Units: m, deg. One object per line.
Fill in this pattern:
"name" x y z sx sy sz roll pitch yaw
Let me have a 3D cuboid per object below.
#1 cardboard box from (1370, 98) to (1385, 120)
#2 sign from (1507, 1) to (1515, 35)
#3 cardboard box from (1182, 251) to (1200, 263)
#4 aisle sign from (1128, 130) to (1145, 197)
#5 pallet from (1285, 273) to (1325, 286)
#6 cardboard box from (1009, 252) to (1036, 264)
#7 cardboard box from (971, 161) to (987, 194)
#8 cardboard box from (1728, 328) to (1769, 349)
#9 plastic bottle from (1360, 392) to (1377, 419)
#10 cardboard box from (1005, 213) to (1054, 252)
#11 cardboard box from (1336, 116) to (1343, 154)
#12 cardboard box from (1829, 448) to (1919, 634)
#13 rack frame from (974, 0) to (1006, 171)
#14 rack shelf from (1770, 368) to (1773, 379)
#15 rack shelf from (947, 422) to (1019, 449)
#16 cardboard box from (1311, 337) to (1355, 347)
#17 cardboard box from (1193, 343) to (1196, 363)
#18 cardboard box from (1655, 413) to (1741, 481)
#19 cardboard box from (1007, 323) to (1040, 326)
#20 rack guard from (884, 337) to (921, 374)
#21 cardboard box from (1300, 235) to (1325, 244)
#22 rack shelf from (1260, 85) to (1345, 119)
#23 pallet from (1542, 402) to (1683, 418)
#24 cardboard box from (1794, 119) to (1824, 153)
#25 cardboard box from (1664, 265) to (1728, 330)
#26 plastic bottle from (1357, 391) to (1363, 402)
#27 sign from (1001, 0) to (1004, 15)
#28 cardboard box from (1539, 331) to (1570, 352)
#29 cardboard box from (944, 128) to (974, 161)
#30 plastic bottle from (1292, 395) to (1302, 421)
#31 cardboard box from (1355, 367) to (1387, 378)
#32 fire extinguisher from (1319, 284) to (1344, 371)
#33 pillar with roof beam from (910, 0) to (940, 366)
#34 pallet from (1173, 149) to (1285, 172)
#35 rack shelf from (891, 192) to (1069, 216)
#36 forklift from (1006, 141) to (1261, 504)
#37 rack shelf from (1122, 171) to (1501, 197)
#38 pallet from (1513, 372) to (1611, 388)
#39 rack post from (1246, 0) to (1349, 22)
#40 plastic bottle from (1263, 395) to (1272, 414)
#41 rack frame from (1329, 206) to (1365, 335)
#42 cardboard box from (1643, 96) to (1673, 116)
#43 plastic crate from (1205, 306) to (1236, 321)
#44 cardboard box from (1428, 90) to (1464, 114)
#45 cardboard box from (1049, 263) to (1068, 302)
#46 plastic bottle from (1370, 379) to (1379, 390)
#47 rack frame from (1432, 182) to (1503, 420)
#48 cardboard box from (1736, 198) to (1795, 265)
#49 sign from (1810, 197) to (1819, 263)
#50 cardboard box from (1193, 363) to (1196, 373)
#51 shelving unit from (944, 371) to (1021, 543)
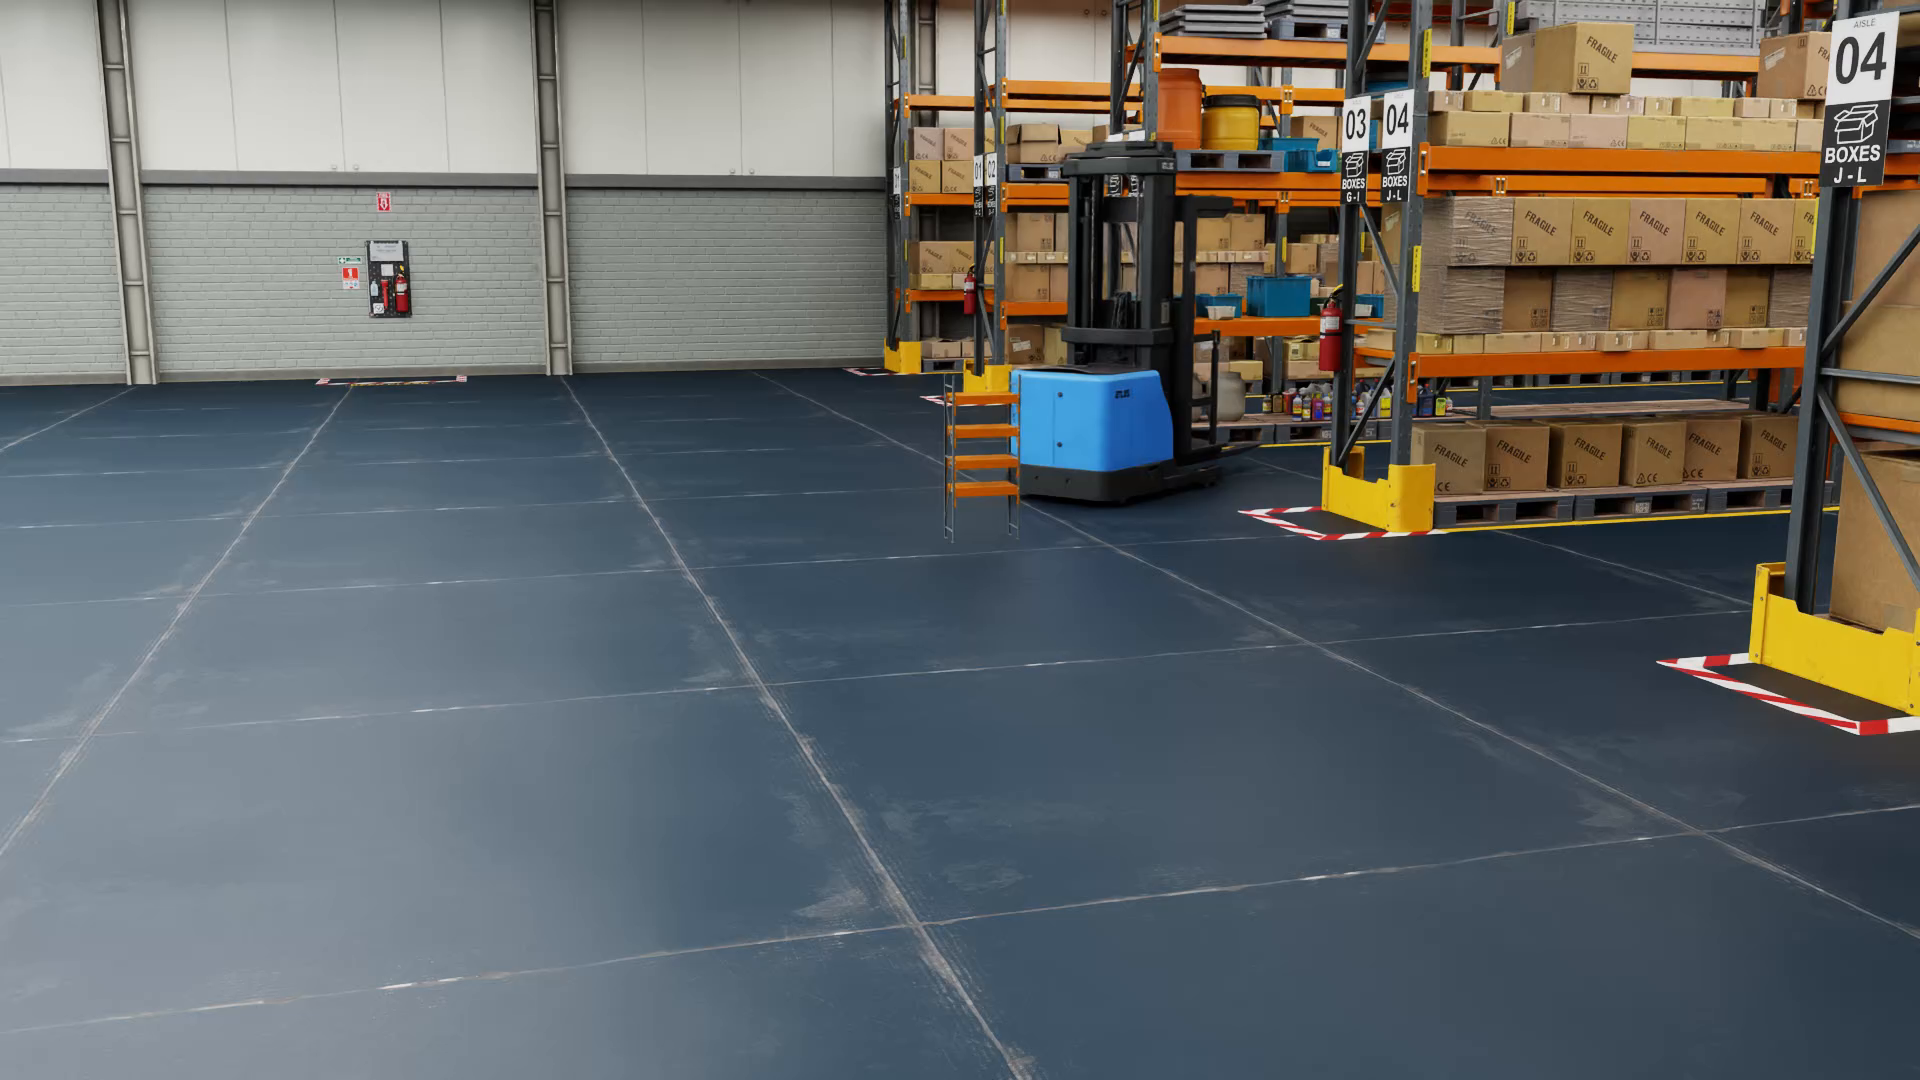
"cardboard box" 3.330 -3.298 12.704 0.250 0.149 0.380 -3 11 -16
"sign" 5.750 -5.447 17.357 0.005 0.325 0.100 -3 11 -16
"cardboard box" 3.047 -3.823 22.459 0.250 0.149 0.380 -3 11 -16
"aisle sign" 1.779 -3.717 16.772 0.004 0.787 0.394 -3 11 -16
"pallet" 6.024 -4.471 28.579 1.003 0.211 1.213 -3 11 -16
"cardboard box" 0.822 -3.705 21.819 0.250 0.149 0.380 -3 11 -16
"cardboard box" 0.411 -5.771 26.493 0.500 0.500 0.500 -2 11 -13
"cardboard box" 6.158 -1.604 13.167 0.250 0.149 0.380 -3 11 -16
"plastic bottle" 4.417 -1.456 17.979 0.135 0.276 0.152 -3 11 -15
"cardboard box" 0.888 -4.066 21.987 0.500 0.500 0.700 -3 11 -16
"cardboard box" 5.369 -5.591 23.029 0.500 0.500 0.500 -2 11 -10
"cardboard box" 5.072 0.028 8.319 0.875 0.875 0.875 -3 11 -16
"rack frame" 0.385 -6.305 21.439 0.127 3.000 1.000 -3 11 -16
"rack shelf" 8.911 -1.582 14.341 4.000 0.370 1.077 -3 11 -16
"rack shelf" 0.159 -0.752 11.955 0.480 0.148 0.258 -3 11 -16
"cardboard box" 5.174 -2.689 23.253 0.500 0.311 0.500 -3 11 -17
"cardboard box" 2.879 -2.669 22.623 0.500 0.500 0.500 -3 11 -16
"cardboard box" 6.048 -0.768 13.678 0.500 0.500 0.500 0 10 2
"cardboard box" 0.952 -3.279 27.262 0.500 0.500 0.700 -4 11 -20
"rack guard" -0.930 -2.990 26.906 0.348 0.500 1.175 -3 11 -16
"cardboard box" 6.051 -5.163 28.525 0.250 0.149 0.380 -5 12 -25
"rack shelf" 6.146 -6.058 23.190 4.000 0.370 1.077 -3 11 -16
"pallet" 7.523 -1.433 19.247 1.213 0.211 1.003 -3 11 -16
"cardboard box" 6.626 -3.167 13.097 0.500 0.250 0.500 -3 11 -14
"cardboard box" 5.600 -1.956 13.288 0.500 0.500 0.875 -3 11 -16
"plastic bottle" 4.387 -1.478 18.078 0.133 0.283 0.061 -3 11 -16
"sign" 0.534 -6.745 20.814 0.005 0.325 0.100 -3 11 -16
"cardboard box" 4.457 -1.529 12.758 0.250 0.149 0.380 -3 11 -16
"cardboard box" -0.069 -6.235 26.253 0.500 0.500 0.500 -3 11 -17
"plastic bottle" 3.594 -1.405 17.715 0.097 0.271 0.097 0 10 0
"cardboard box" 5.670 -2.441 23.454 0.500 0.250 0.500 -3 11 -18
"fire extinguisher" 2.912 -1.668 13.038 0.183 0.674 0.296 -3 11 -16
"pillar with roof beam" 0.631 -6.603 23.060 0.400 9.000 9.100 -3 11 -16
"pallet" 2.588 -3.900 17.184 1.213 0.211 1.003 -3 11 -16
"rack shelf" 0.917 -5.438 27.002 4.000 0.370 1.077 -3 11 -16
"forklift" 1.672 -1.947 14.527 1.130 2.935 3.031 8 13 36
"rack shelf" 3.686 -3.716 17.647 4.000 0.370 1.077 -3 11 -16
"pallet" 8.794 -2.419 24.603 1.213 0.211 1.003 -3 11 -16
"rack post" 3.618 -5.510 17.330 0.954 0.300 0.937 -3 11 -17
"plastic bottle" 3.407 -1.502 18.436 0.097 0.201 0.097 0 10 0
"rack frame" 6.678 -4.620 28.858 0.127 3.000 1.000 -3 11 -16
"cardboard box" 5.212 -3.299 12.712 0.250 0.149 0.380 -3 11 -18
"plastic crate" 2.715 -2.353 17.270 0.250 0.136 0.298 -3 11 -16
"cardboard box" 3.479 -3.203 12.190 0.250 0.149 0.380 -3 11 -16
"cardboard box" 1.340 -3.452 22.238 0.500 0.500 0.700 -3 11 -14
"plastic bottle" 4.716 -1.640 18.773 0.185 0.351 0.144 -3 11 -14
"rack frame" 5.607 -2.695 18.403 0.127 3.000 1.000 -3 11 -16
"cardboard box" 6.156 -2.426 13.078 0.500 0.500 0.500 -3 11 -16
"sign" 4.301 -1.546 8.305 0.005 0.325 0.100 -3 11 -16
"cardboard box" 2.883 -2.298 22.679 0.500 0.250 0.500 -3 11 -16
"shelving unit" 0.159 -0.598 11.983 0.503 1.200 0.258 -3 11 -16
